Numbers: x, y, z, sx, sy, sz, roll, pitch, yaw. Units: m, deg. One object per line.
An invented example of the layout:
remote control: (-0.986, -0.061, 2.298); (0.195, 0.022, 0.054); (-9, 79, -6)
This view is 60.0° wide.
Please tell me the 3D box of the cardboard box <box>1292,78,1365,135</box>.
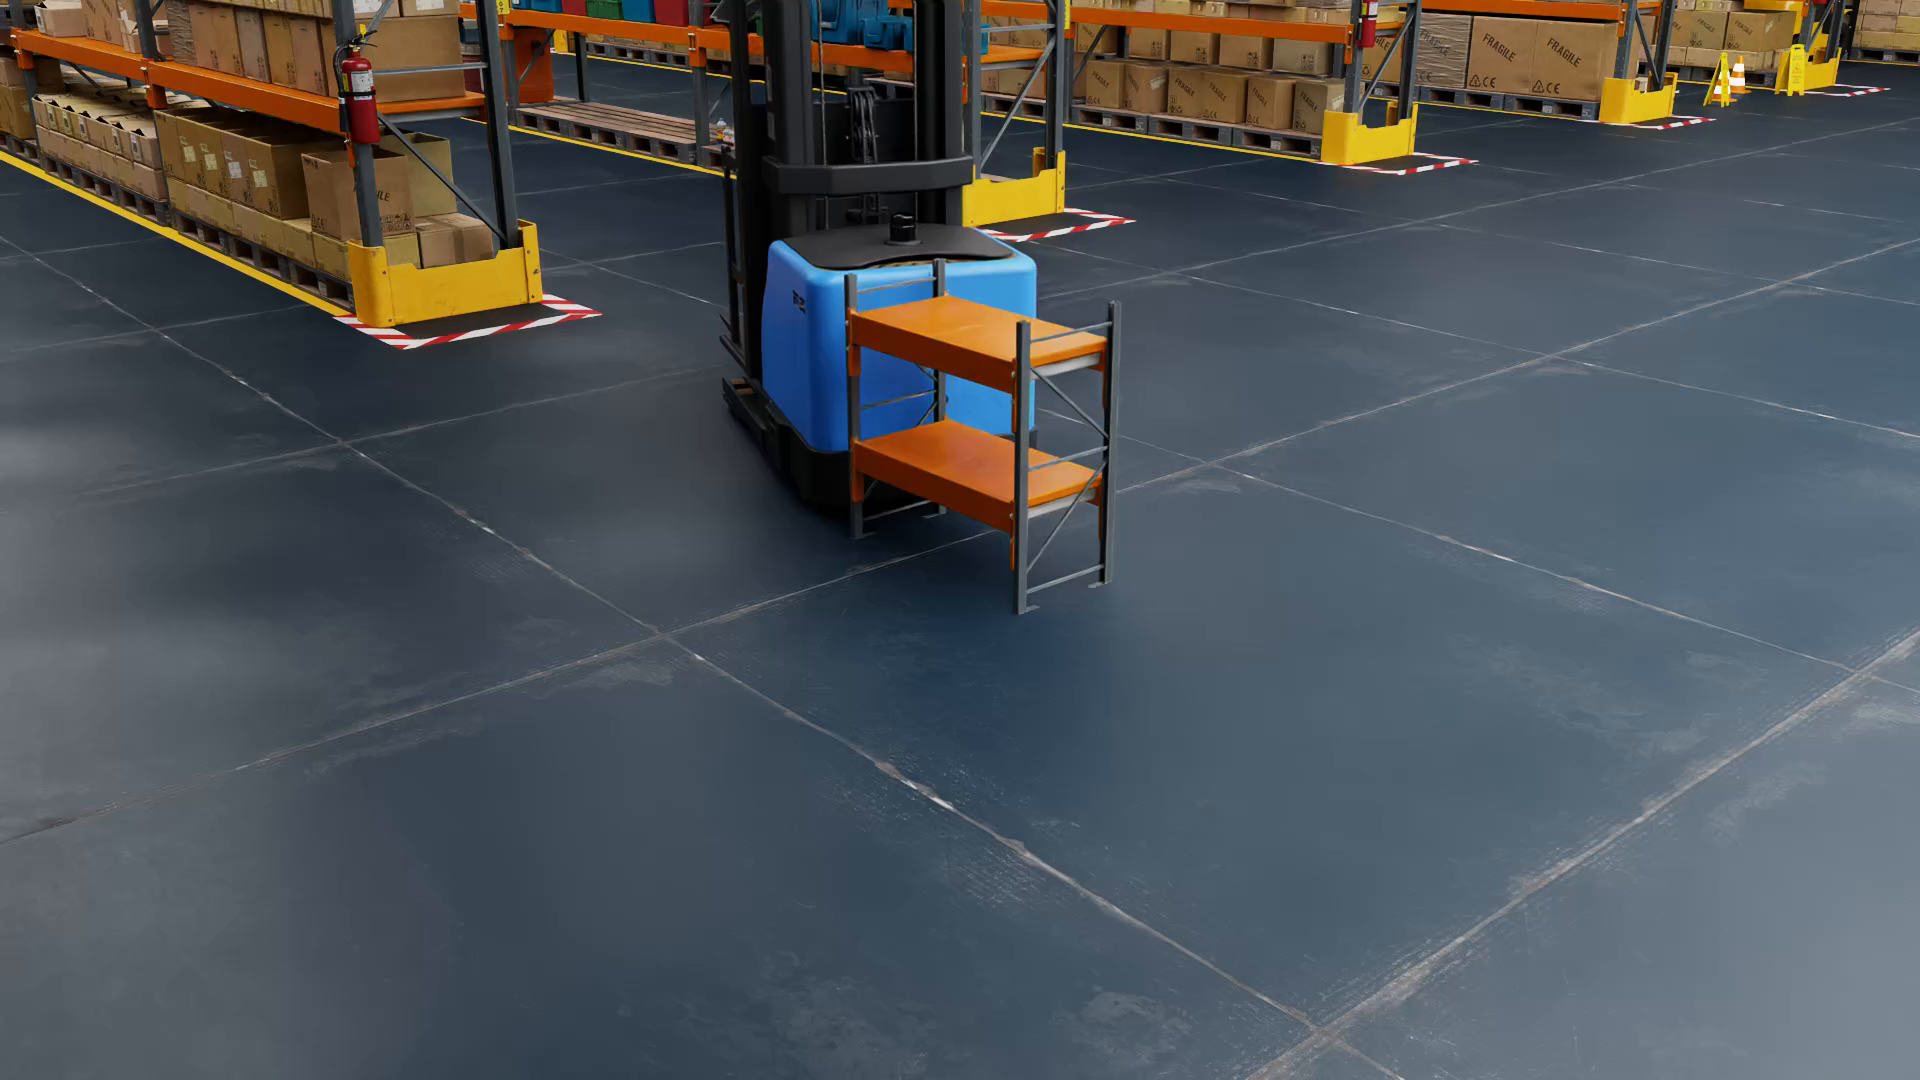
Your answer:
cardboard box: (3.796, -4.468, 17.130); (0.500, 0.500, 0.500); (-12, 24, -28)

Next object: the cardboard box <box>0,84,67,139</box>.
cardboard box: (-9.327, -4.356, 16.818); (0.500, 0.500, 0.500); (-16, 27, -35)

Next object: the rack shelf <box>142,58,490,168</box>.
rack shelf: (-4.622, -3.120, 11.824); (1.077, 0.370, 4.000); (-17, 27, -37)

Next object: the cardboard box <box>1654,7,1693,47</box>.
cardboard box: (10.310, -7.327, 23.745); (0.500, 0.500, 0.500); (-18, 28, -39)

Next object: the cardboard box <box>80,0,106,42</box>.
cardboard box: (-7.431, -4.700, 14.733); (0.500, 0.500, 0.500); (-19, 29, -40)

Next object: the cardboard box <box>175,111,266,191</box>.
cardboard box: (-5.530, -2.933, 12.526); (0.500, 0.500, 0.500); (-17, 27, -37)

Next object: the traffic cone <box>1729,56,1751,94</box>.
traffic cone: (10.440, -6.249, 22.305); (0.336, 0.463, 0.334); (-17, 27, -37)

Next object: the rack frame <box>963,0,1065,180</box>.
rack frame: (0.438, -4.081, 13.290); (1.000, 3.000, 0.127); (-17, 27, -37)

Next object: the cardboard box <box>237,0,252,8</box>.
cardboard box: (-4.725, -3.740, 11.392); (0.380, 0.149, 0.250); (-18, 28, -38)

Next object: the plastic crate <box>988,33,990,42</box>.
plastic crate: (0.098, -4.282, 14.165); (0.298, 0.136, 0.250); (-17, 27, -37)

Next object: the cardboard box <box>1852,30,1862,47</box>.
cardboard box: (14.273, -8.052, 26.622); (0.500, 0.250, 0.500); (-17, 27, -37)

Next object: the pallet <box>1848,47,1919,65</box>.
pallet: (14.925, -7.705, 26.366); (1.003, 0.211, 1.213); (-17, 27, -37)

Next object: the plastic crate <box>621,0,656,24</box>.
plastic crate: (-3.128, -5.409, 16.703); (0.392, 0.384, 0.575); (-17, 27, -37)

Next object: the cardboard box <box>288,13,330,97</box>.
cardboard box: (-3.958, -3.225, 10.968); (0.700, 0.500, 0.500); (-17, 27, -36)

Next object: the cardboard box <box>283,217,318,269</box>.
cardboard box: (-4.226, -2.031, 11.251); (0.500, 0.250, 0.500); (-17, 27, -37)

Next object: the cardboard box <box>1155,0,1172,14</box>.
cardboard box: (2.327, -5.778, 17.966); (0.380, 0.149, 0.250); (-17, 27, -37)

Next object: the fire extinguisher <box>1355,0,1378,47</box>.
fire extinguisher: (3.916, -5.083, 15.954); (0.296, 0.674, 0.183); (-17, 27, -37)

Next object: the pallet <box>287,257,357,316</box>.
pallet: (-3.848, -1.806, 11.304); (1.003, 0.211, 1.213); (-17, 27, -37)

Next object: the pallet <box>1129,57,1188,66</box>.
pallet: (3.250, -7.089, 24.793); (1.003, 0.211, 1.213); (-17, 27, -37)

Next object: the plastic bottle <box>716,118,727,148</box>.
plastic bottle: (-2.297, -3.928, 16.038); (0.097, 0.271, 0.097); (0, 21, 0)

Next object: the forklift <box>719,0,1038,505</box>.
forklift: (-0.608, -2.020, 8.123); (1.130, 2.935, 3.031); (-7, 22, -17)

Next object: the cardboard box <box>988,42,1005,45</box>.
cardboard box: (0.168, -6.026, 21.079); (0.700, 0.500, 0.500); (-15, 26, -33)

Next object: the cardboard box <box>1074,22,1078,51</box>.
cardboard box: (1.828, -7.919, 25.940); (0.500, 0.500, 0.500); (-16, 27, -35)

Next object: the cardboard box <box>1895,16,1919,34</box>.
cardboard box: (14.901, -8.010, 25.830); (0.500, 0.250, 0.500); (-18, 28, -38)

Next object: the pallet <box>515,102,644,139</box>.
pallet: (-4.307, -4.769, 18.872); (1.003, 0.211, 1.213); (-17, 27, -37)

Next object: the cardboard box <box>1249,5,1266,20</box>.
cardboard box: (3.200, -5.450, 17.131); (0.380, 0.149, 0.250); (-17, 27, -37)

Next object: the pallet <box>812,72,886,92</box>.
pallet: (-1.489, -6.408, 23.054); (1.003, 0.211, 1.213); (-17, 27, -37)

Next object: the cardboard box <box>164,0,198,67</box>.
cardboard box: (-5.633, -3.933, 12.776); (0.700, 0.500, 0.500); (-18, 28, -39)

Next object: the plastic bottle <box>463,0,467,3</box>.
plastic bottle: (-5.774, -6.389, 19.457); (0.097, 0.201, 0.097); (0, 21, 0)

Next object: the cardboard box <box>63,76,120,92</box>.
cardboard box: (-8.965, -4.491, 17.161); (0.500, 0.500, 0.500); (-19, 28, -39)

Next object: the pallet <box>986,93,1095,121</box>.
pallet: (1.070, -5.281, 20.179); (1.003, 0.211, 1.213); (-17, 27, -37)

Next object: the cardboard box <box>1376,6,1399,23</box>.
cardboard box: (4.185, -5.278, 16.692); (0.380, 0.149, 0.250); (-17, 27, -37)

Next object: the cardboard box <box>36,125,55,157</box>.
cardboard box: (-8.419, -3.814, 15.802); (0.500, 0.250, 0.500); (-18, 27, -38)

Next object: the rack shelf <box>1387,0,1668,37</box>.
rack shelf: (6.708, -6.630, 20.786); (1.077, 0.370, 4.000); (-17, 27, -37)

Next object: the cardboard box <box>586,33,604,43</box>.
cardboard box: (-5.775, -8.729, 27.495); (0.875, 0.875, 0.875); (-17, 27, -37)

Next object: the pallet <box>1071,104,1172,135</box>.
pallet: (2.045, -4.889, 19.178); (1.003, 0.211, 1.213); (-17, 27, -37)

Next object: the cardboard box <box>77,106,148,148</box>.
cardboard box: (-7.403, -3.648, 14.611); (0.500, 0.311, 0.500); (-18, 28, -38)

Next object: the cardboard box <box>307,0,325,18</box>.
cardboard box: (-3.882, -3.383, 10.483); (0.380, 0.149, 0.250); (-17, 27, -36)

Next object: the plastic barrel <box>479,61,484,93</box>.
plastic barrel: (-5.552, -5.594, 19.989); (0.421, 0.512, 0.421); (0, 21, 0)

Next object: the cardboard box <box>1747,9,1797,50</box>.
cardboard box: (11.365, -7.179, 23.365); (0.500, 0.500, 0.500); (-19, 28, -39)

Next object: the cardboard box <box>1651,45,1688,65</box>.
cardboard box: (10.289, -6.982, 23.891); (0.500, 0.250, 0.500); (-19, 28, -39)

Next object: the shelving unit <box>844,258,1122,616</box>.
shelving unit: (0.069, -0.442, 6.569); (0.538, 1.125, 1.048); (-17, 27, -37)

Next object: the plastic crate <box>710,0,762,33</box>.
plastic crate: (-1.927, -4.982, 15.676); (0.767, 0.338, 0.504); (-17, 27, -37)

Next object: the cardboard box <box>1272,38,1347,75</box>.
cardboard box: (4.930, -6.816, 22.782); (1.050, 0.750, 0.750); (-18, 27, -38)

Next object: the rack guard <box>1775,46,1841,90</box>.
rack guard: (11.648, -6.476, 22.833); (1.175, 0.500, 0.348); (-17, 27, -37)

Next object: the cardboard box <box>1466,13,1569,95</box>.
cardboard box: (6.945, -6.033, 20.612); (0.875, 0.875, 0.875); (-18, 28, -38)

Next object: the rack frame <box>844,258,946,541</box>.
rack frame: (-0.260, -0.583, 6.930); (0.500, 1.125, 0.032); (-17, 27, -37)

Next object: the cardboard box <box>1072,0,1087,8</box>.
cardboard box: (1.492, -6.117, 18.833); (0.380, 0.149, 0.250); (-17, 27, -37)

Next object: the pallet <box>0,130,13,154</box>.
pallet: (-9.790, -4.367, 17.844); (1.003, 0.211, 1.213); (-17, 27, -37)

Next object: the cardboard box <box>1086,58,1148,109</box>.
cardboard box: (1.810, -5.277, 19.195); (0.500, 0.500, 0.500); (-18, 28, -39)

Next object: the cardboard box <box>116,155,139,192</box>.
cardboard box: (-6.747, -3.109, 14.003); (0.500, 0.250, 0.500); (-18, 28, -38)

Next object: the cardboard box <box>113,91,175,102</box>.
cardboard box: (-7.666, -4.061, 15.665); (0.500, 0.311, 0.500); (-18, 28, -38)

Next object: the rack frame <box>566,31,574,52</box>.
rack frame: (-6.254, -9.680, 27.587); (1.000, 3.000, 0.127); (-17, 27, -37)

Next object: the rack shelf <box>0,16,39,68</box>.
rack shelf: (-9.844, -5.331, 17.467); (1.077, 0.370, 4.000); (-17, 27, -37)

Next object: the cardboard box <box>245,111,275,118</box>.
cardboard box: (-5.142, -3.055, 12.838); (0.500, 0.500, 0.500); (-17, 27, -37)

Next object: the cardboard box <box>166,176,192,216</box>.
cardboard box: (-5.855, -2.723, 13.017); (0.500, 0.250, 0.500); (-17, 27, -37)

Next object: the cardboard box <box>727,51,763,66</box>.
cardboard box: (-2.626, -7.363, 24.007); (1.225, 0.875, 0.875); (-19, 28, -39)
